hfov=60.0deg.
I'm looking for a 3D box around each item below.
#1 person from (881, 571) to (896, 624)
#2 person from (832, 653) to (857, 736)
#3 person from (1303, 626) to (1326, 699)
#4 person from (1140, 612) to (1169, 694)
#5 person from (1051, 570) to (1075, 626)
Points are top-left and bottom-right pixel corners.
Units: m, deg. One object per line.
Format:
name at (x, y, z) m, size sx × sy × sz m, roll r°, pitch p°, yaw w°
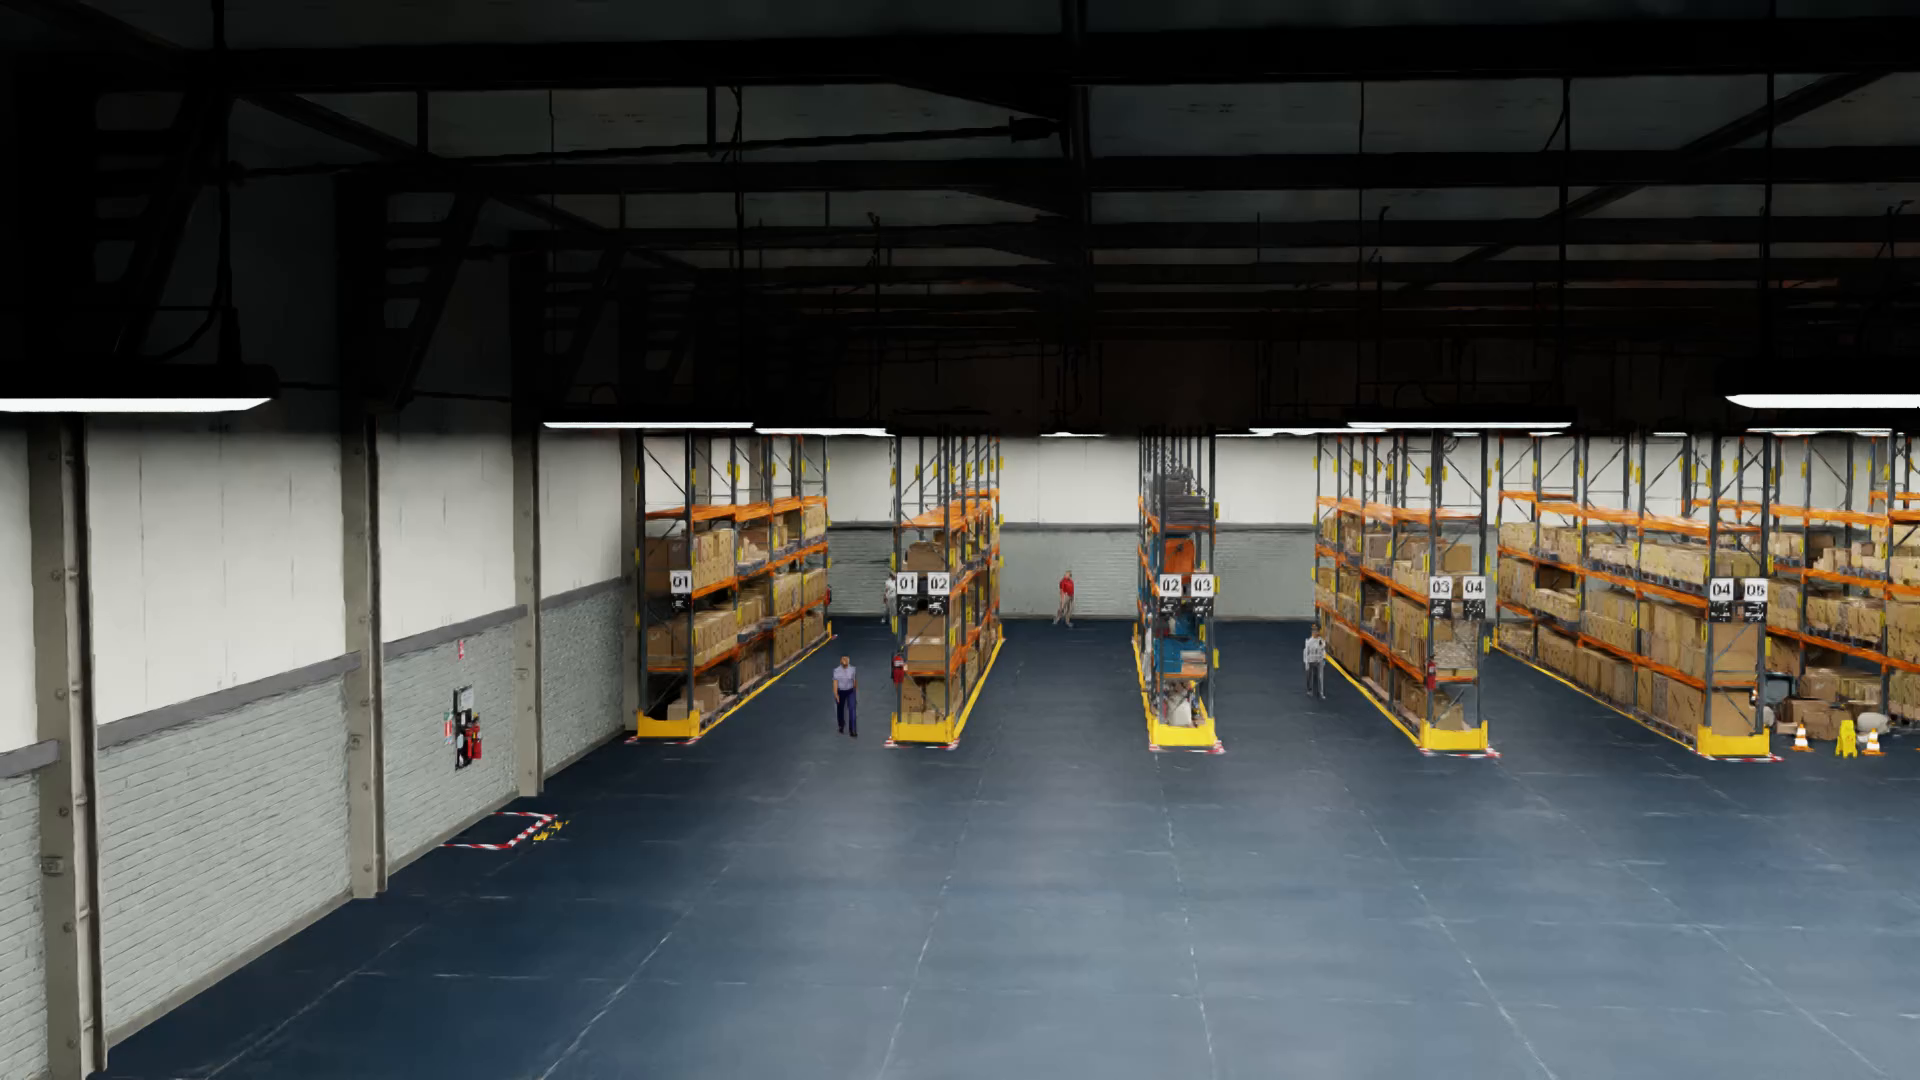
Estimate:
person at (-2.173, 1.771, 51.412) m, size 0.516 × 1.662 × 0.544 m, roll -2°, pitch 4°, yaw -32°
person at (-2.221, 2.966, 32.073) m, size 0.478 × 1.580 × 0.999 m, roll 0°, pitch 3°, yaw -3°
person at (7.832, 2.674, 36.716) m, size 0.495 × 1.589 × 1.086 m, roll 0°, pitch 3°, yaw 7°
person at (4.237, 2.448, 36.195) m, size 0.588 × 1.760 × 0.699 m, roll -1°, pitch 4°, yaw -12°
person at (3.162, 1.773, 50.903) m, size 0.734 × 1.718 × 0.540 m, roll -3°, pitch 5°, yaw -39°
